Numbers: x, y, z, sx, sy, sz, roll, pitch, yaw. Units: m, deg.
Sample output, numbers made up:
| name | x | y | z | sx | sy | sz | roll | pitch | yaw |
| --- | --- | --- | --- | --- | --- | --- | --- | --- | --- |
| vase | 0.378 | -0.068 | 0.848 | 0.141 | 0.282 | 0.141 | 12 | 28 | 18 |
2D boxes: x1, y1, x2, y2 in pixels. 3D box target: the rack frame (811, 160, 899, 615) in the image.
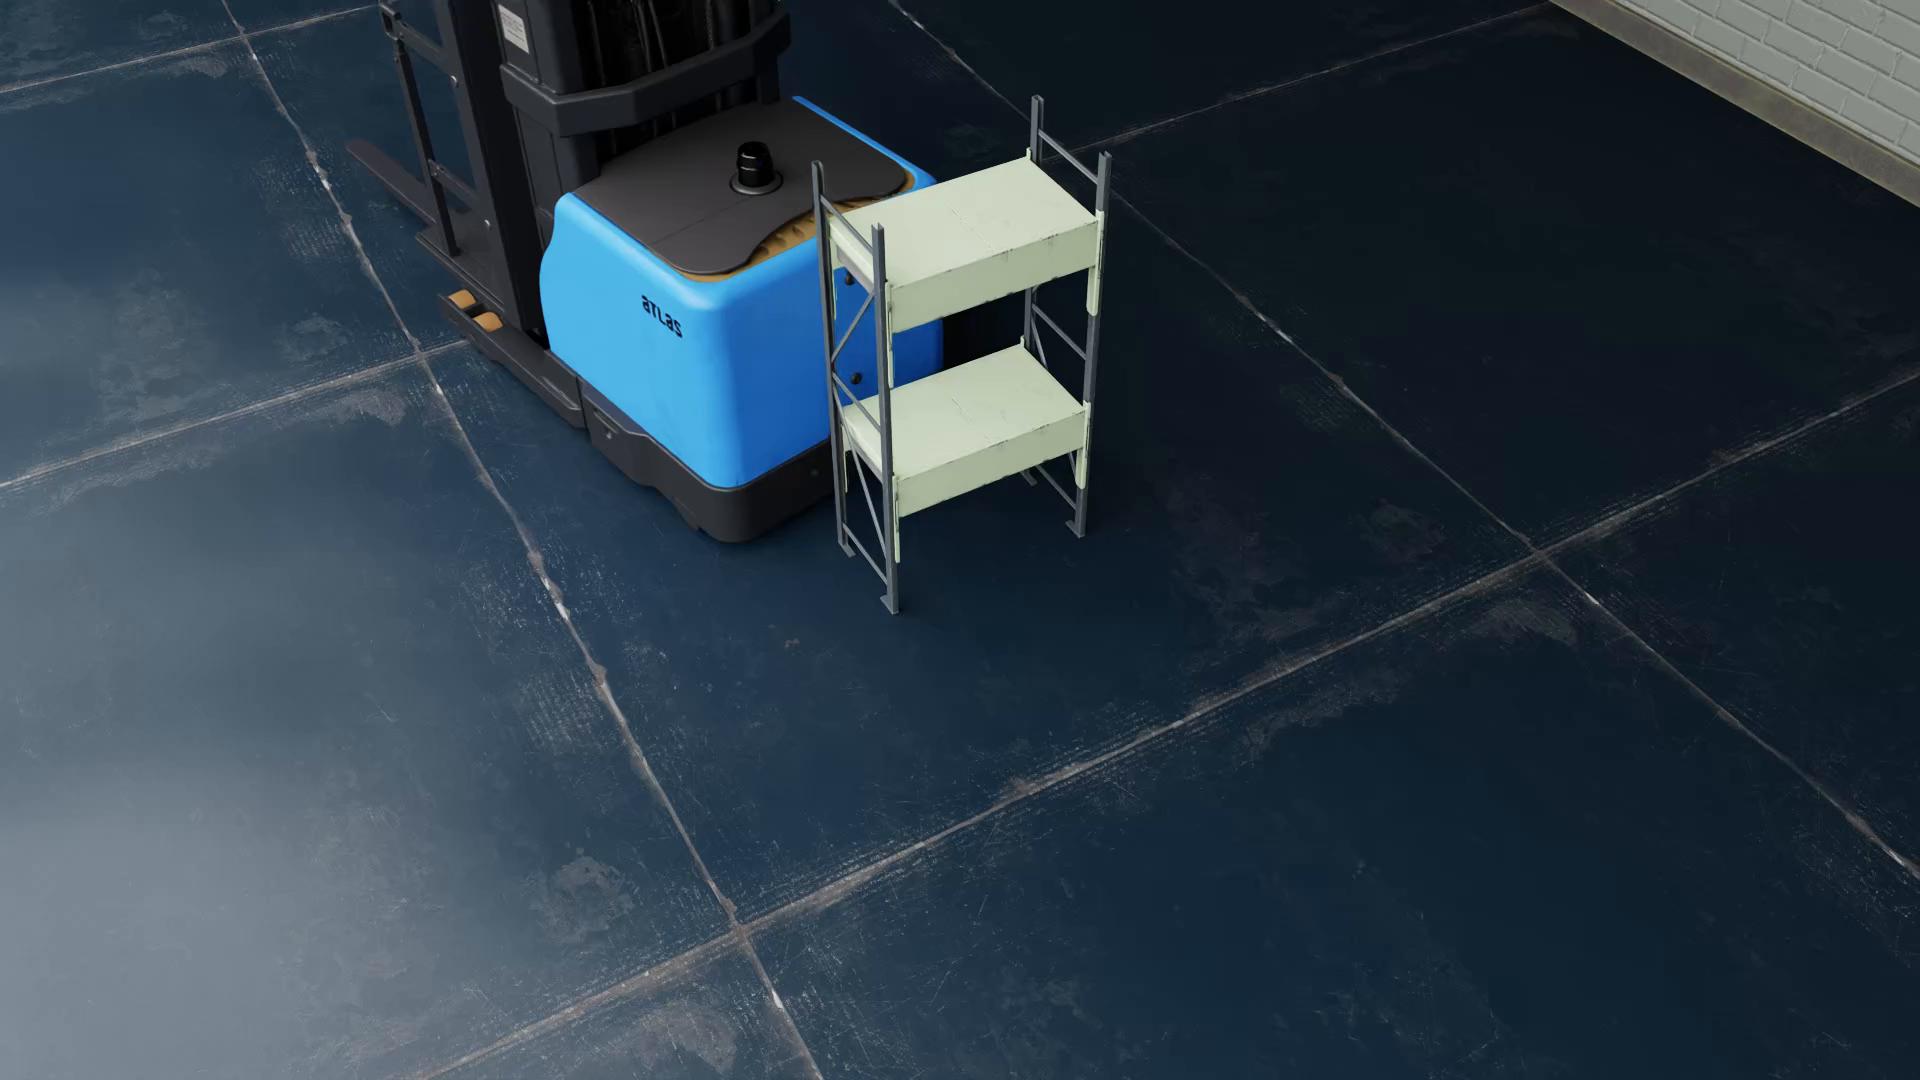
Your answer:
| name | x | y | z | sx | sy | sz | roll | pitch | yaw |
| --- | --- | --- | --- | --- | --- | --- | --- | --- | --- |
| rack frame | -0.312 | -0.414 | 5.099 | 0.023 | 1.500 | 0.400 | -22 | 48 | -21 |

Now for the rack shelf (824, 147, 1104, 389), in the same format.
| name | x | y | z | sx | sy | sz | roll | pitch | yaw |
| --- | --- | --- | --- | --- | --- | --- | --- | --- | --- |
| rack shelf | 0.006 | -0.821 | 4.958 | 0.720 | 0.370 | 0.431 | -22 | 48 | -21 |

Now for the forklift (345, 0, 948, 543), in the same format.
| name | x | y | z | sx | sy | sz | roll | pitch | yaw |
| --- | --- | --- | --- | --- | --- | --- | --- | --- | --- |
| forklift | -1.403 | -1.986 | 5.692 | 1.130 | 2.935 | 3.031 | -32 | 53 | -29 |

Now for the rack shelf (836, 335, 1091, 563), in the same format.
| name | x | y | z | sx | sy | sz | roll | pitch | yaw |
| --- | --- | --- | --- | --- | --- | --- | --- | --- | --- |
| rack shelf | 0.006 | -0.307 | 5.457 | 0.720 | 0.370 | 0.431 | -22 | 48 | -21 |

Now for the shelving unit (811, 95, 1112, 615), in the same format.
| name | x | y | z | sx | sy | sz | roll | pitch | yaw |
| --- | --- | --- | --- | --- | --- | --- | --- | --- | --- |
| shelving unit | 0.006 | -0.541 | 5.230 | 0.755 | 1.500 | 0.431 | -22 | 48 | -21 |

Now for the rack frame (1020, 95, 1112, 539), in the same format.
| name | x | y | z | sx | sy | sz | roll | pitch | yaw |
| --- | --- | --- | --- | --- | --- | --- | --- | --- | --- |
| rack frame | 0.323 | -0.668 | 5.361 | 0.023 | 1.500 | 0.400 | -22 | 48 | -21 |
